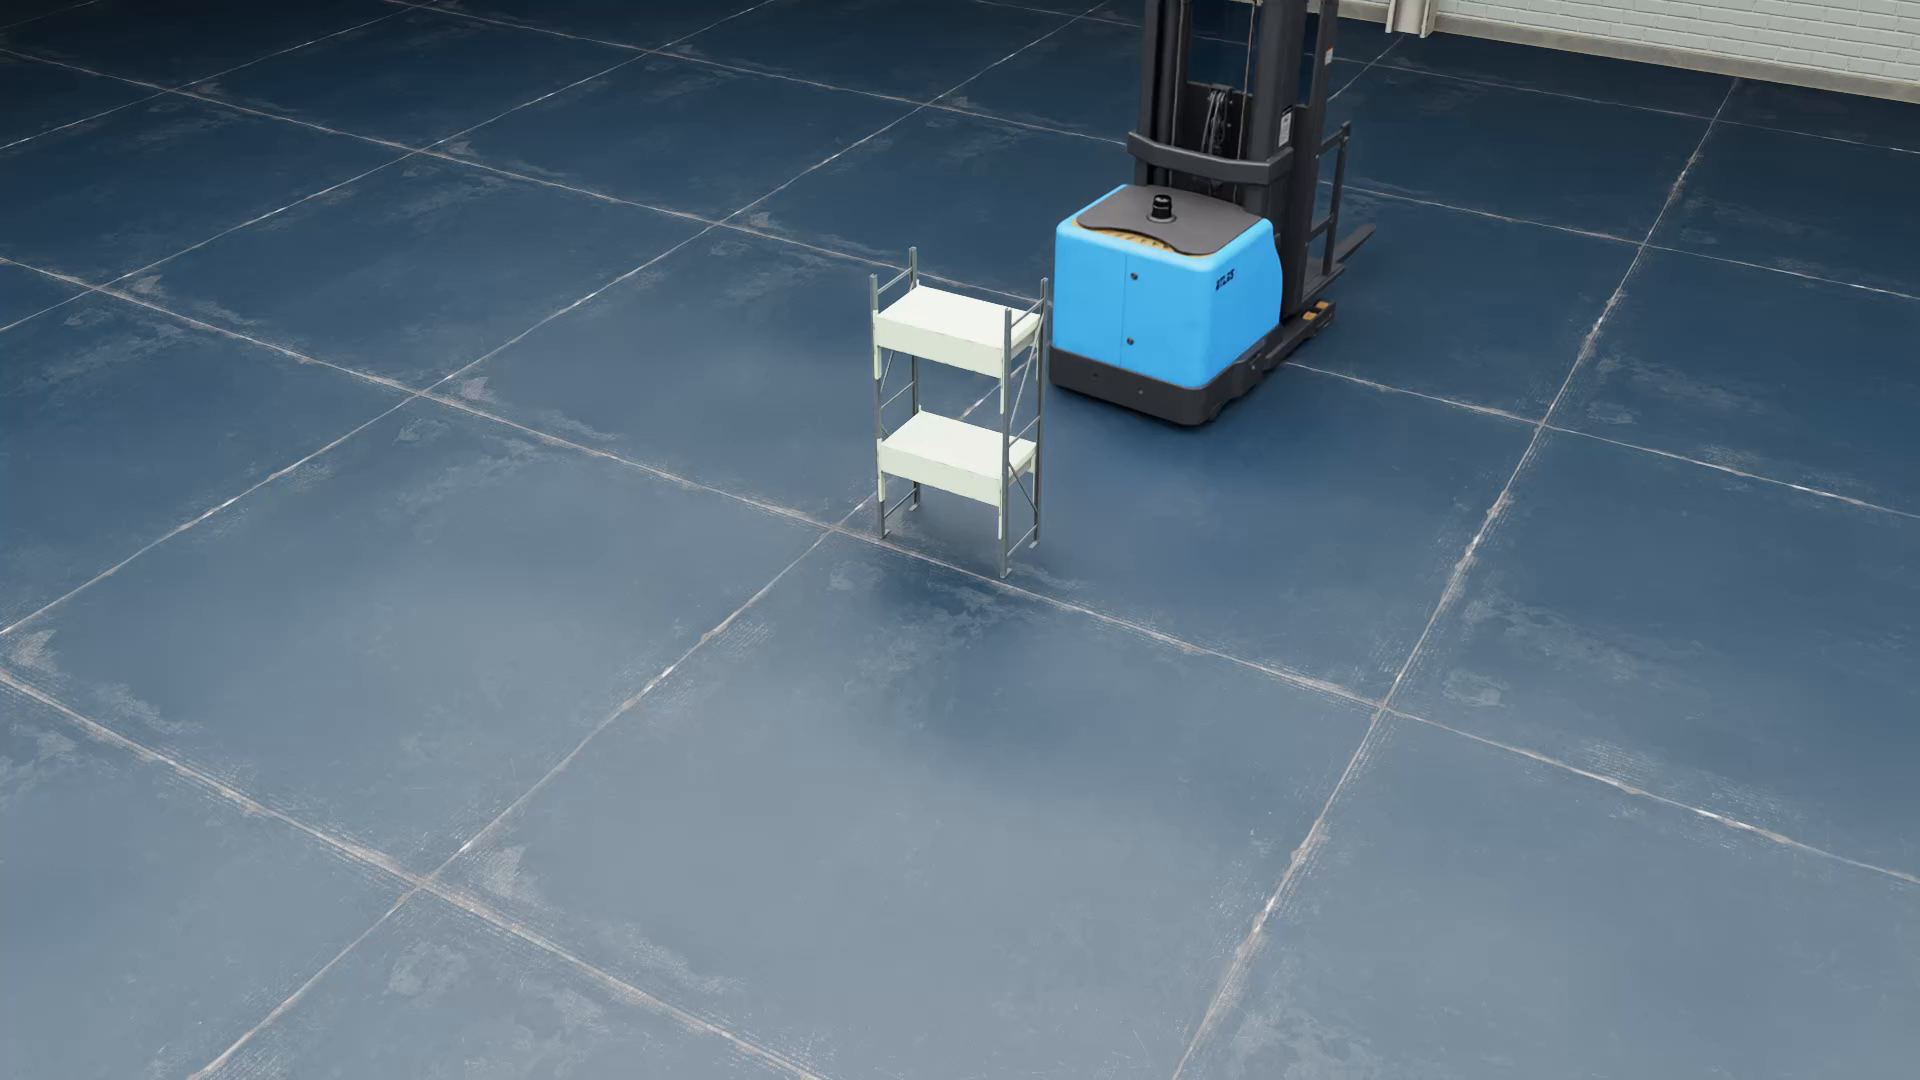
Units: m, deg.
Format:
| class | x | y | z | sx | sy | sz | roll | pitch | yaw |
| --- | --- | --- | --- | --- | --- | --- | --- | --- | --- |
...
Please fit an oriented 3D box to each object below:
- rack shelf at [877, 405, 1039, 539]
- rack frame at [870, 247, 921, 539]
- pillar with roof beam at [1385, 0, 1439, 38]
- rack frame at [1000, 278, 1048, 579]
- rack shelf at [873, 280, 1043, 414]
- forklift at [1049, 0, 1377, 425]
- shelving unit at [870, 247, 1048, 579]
| class | x | y | z | sx | sy | sz | roll | pitch | yaw |
| --- | --- | --- | --- | --- | --- | --- | --- | --- | --- |
| rack shelf | -0.006 | -0.355 | 8.518 | 0.720 | 0.370 | 0.431 | 18 | 37 | 24 |
| rack frame | -0.324 | -0.727 | 8.488 | 0.023 | 1.500 | 0.400 | 18 | 37 | 24 |
| pillar with roof beam | 2.244 | -6.634 | 10.594 | 0.400 | 9.000 | 9.100 | 18 | 37 | 24 |
| rack frame | 0.312 | -0.525 | 8.186 | 0.023 | 1.500 | 0.400 | 18 | 37 | 24 |
| rack shelf | -0.006 | -0.951 | 8.121 | 0.720 | 0.370 | 0.431 | 18 | 37 | 24 |
| forklift | 1.788 | -2.655 | 10.093 | 1.130 | 2.935 | 3.031 | 21 | 39 | 28 |
| shelving unit | -0.006 | -0.626 | 8.337 | 0.755 | 1.500 | 0.431 | 18 | 37 | 24 |
